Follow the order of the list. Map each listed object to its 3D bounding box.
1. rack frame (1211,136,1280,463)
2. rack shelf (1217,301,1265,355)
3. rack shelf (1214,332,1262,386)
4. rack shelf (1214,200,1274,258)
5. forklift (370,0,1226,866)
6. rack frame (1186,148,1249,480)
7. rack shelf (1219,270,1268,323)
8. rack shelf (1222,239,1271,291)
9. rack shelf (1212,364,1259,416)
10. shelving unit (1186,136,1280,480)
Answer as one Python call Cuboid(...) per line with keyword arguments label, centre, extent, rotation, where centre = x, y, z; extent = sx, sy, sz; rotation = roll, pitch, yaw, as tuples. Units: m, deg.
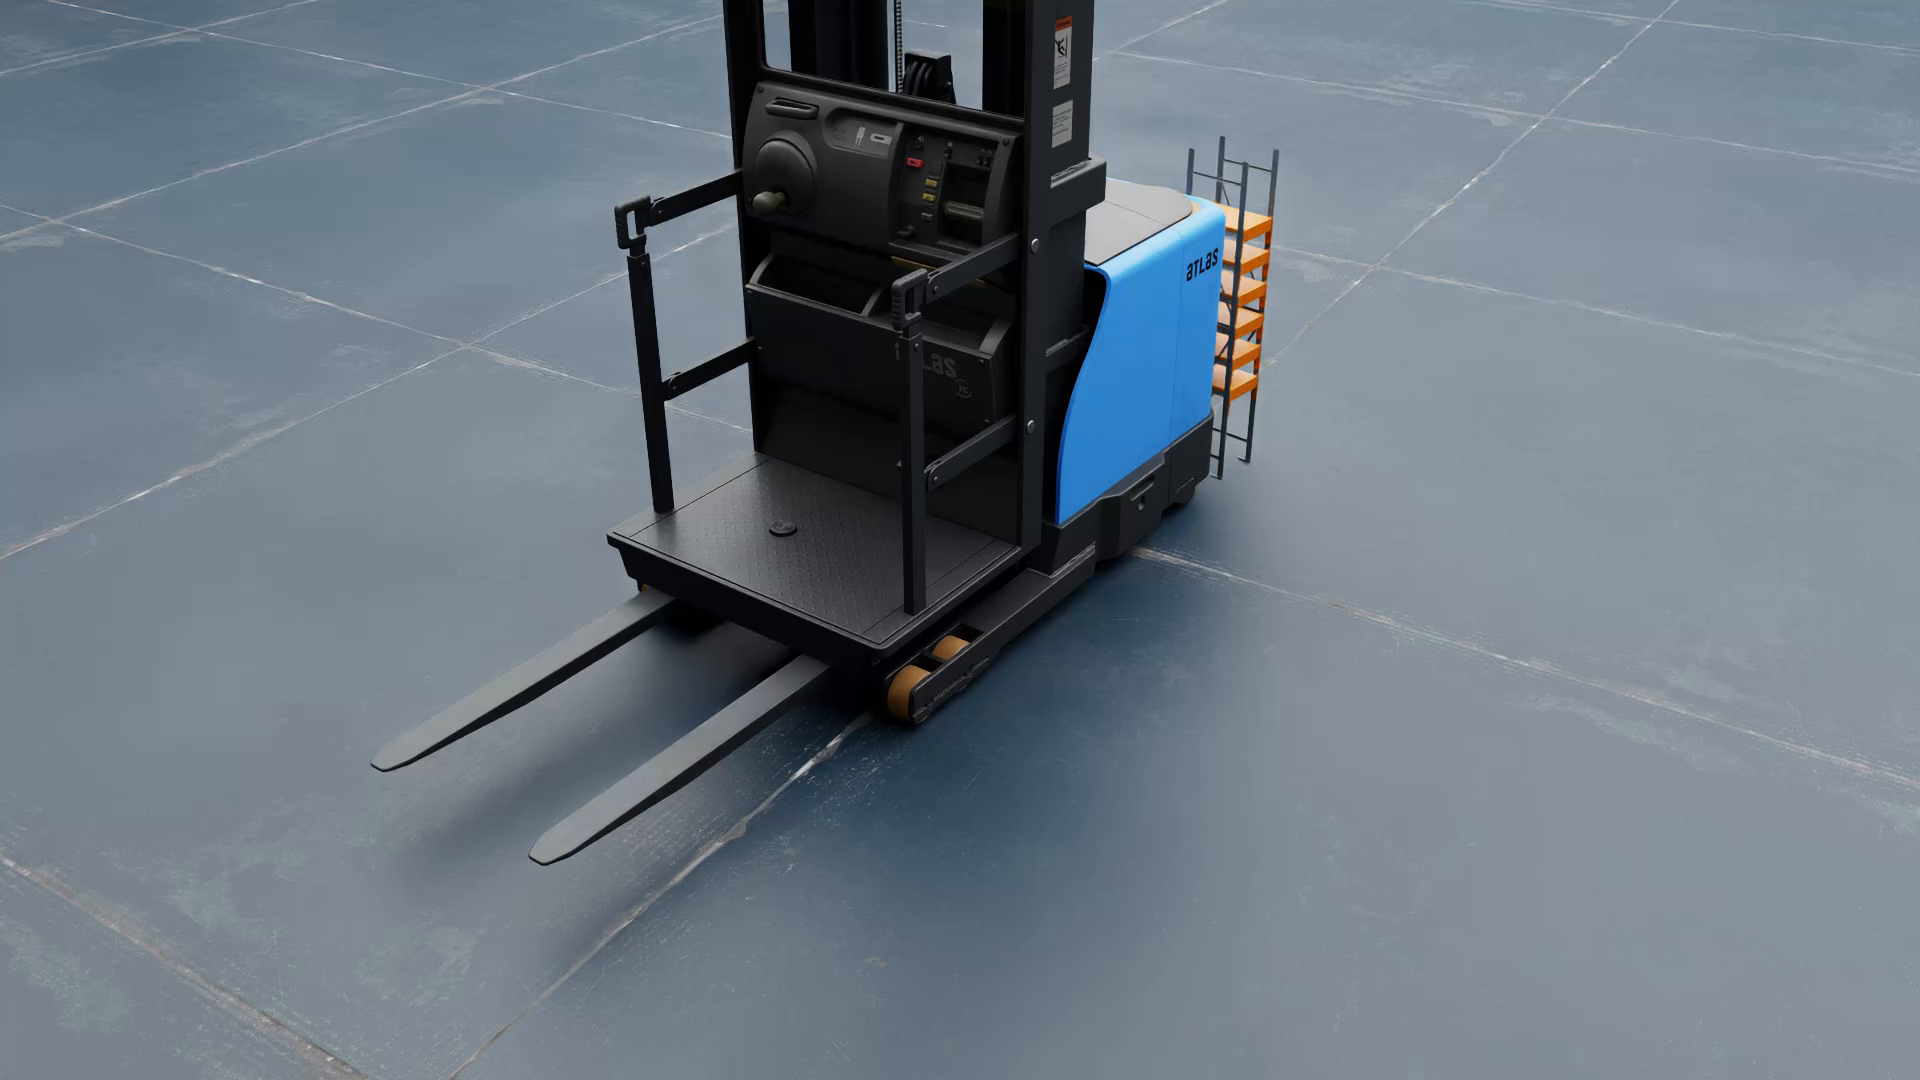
Cuboid(label="rack frame", centre=(0.996, -0.847, 6.007), extent=(0.240, 1.200, 0.006), rotation=(25, 39, 36))
Cuboid(label="rack shelf", centre=(0.935, -0.774, 5.972), extent=(0.258, 0.103, 0.180), rotation=(25, 39, 36))
Cuboid(label="rack shelf", centre=(0.936, -0.671, 6.033), extent=(0.258, 0.103, 0.180), rotation=(25, 39, 36))
Cuboid(label="rack shelf", centre=(0.932, -1.083, 5.789), extent=(0.258, 0.103, 0.180), rotation=(25, 39, 36))
Cuboid(label="forklift", centre=(-0.371, -1.011, 4.574), extent=(1.130, 2.935, 3.031), rotation=(20, 36, 31))
Cuboid(label="rack frame", centre=(0.873, -0.777, 5.892), extent=(0.240, 1.200, 0.006), rotation=(25, 39, 36))
Cuboid(label="rack shelf", centre=(0.934, -0.877, 5.911), extent=(0.258, 0.103, 0.180), rotation=(25, 39, 36))
Cuboid(label="rack shelf", centre=(0.933, -0.980, 5.850), extent=(0.258, 0.103, 0.180), rotation=(25, 39, 36))
Cuboid(label="rack shelf", centre=(0.936, -0.567, 6.095), extent=(0.258, 0.103, 0.180), rotation=(25, 39, 36))
Cuboid(label="shelving unit", centre=(0.935, -0.812, 5.949), extent=(0.258, 1.200, 0.189), rotation=(25, 39, 36))
